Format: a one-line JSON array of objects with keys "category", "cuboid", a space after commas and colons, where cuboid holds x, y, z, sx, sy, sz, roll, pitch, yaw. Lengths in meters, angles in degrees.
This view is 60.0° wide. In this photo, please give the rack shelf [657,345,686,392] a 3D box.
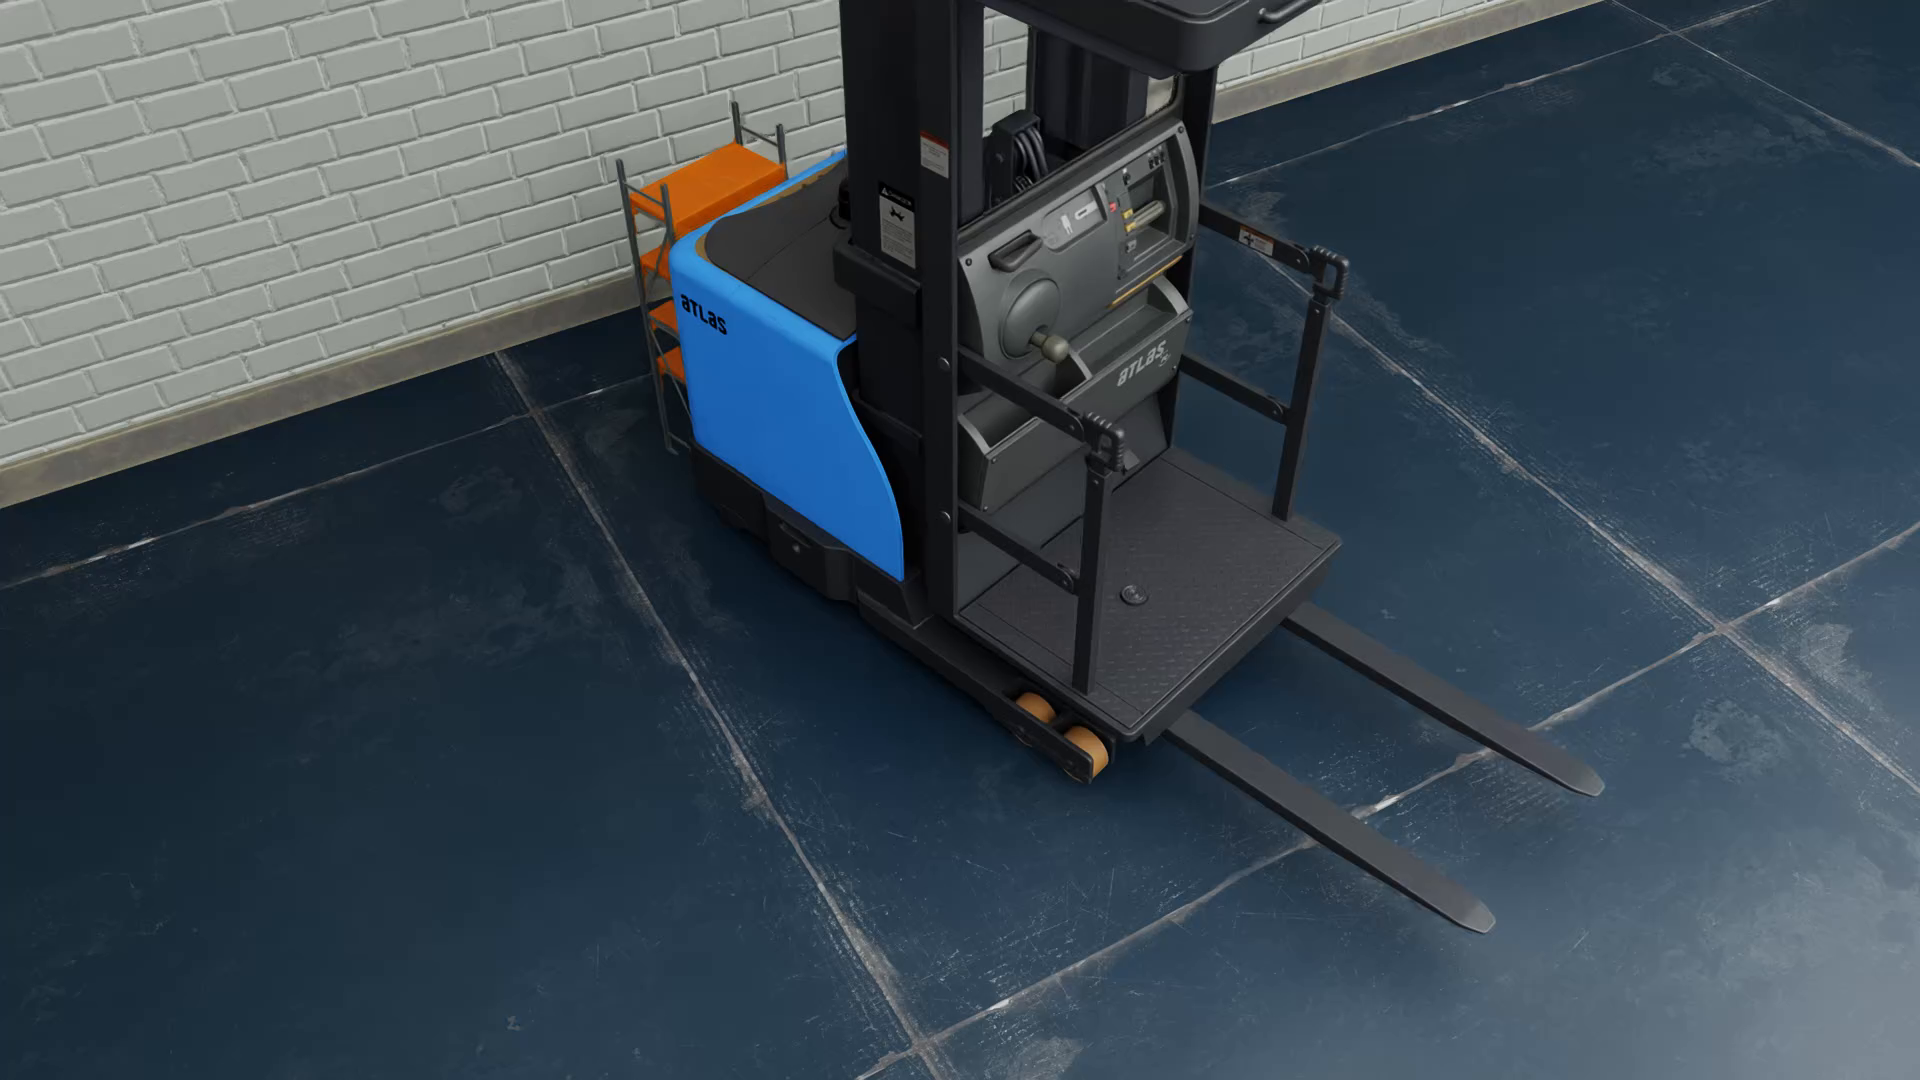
[{"category": "rack shelf", "cuboid": [-0.823, -0.649, 5.936, 0.258, 0.148, 0.480, 32, 53, 30]}]

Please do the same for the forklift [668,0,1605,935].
[{"category": "forklift", "cuboid": [0.496, -0.744, 4.412, 3.031, 2.935, 1.130, 33, 53, 29]}]

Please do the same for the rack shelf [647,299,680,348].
[{"category": "rack shelf", "cuboid": [-0.826, -0.793, 5.799, 0.258, 0.148, 0.480, 32, 53, 30]}]

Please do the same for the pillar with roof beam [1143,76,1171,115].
[{"category": "pillar with roof beam", "cuboid": [2.986, -2.337, 1.697, 0.400, 9.000, 9.100, -22, 48, -21]}]

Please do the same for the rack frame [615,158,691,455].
[{"category": "rack frame", "cuboid": [-0.992, -0.717, 5.624, 0.240, 1.200, 0.015, 32, 53, 30]}]

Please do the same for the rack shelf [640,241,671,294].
[{"category": "rack shelf", "cuboid": [-0.828, -0.956, 5.645, 0.258, 0.148, 0.480, 32, 53, 30]}]

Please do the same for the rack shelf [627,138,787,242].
[{"category": "rack shelf", "cuboid": [-0.831, -1.127, 5.482, 0.258, 0.148, 0.480, 32, 53, 30]}]

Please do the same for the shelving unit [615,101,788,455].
[{"category": "shelving unit", "cuboid": [-0.826, -0.842, 5.753, 0.258, 1.200, 0.503, 32, 53, 30]}]

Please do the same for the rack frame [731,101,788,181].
[{"category": "rack frame", "cuboid": [-0.661, -0.967, 5.881, 0.240, 1.200, 0.015, 32, 53, 30]}]
